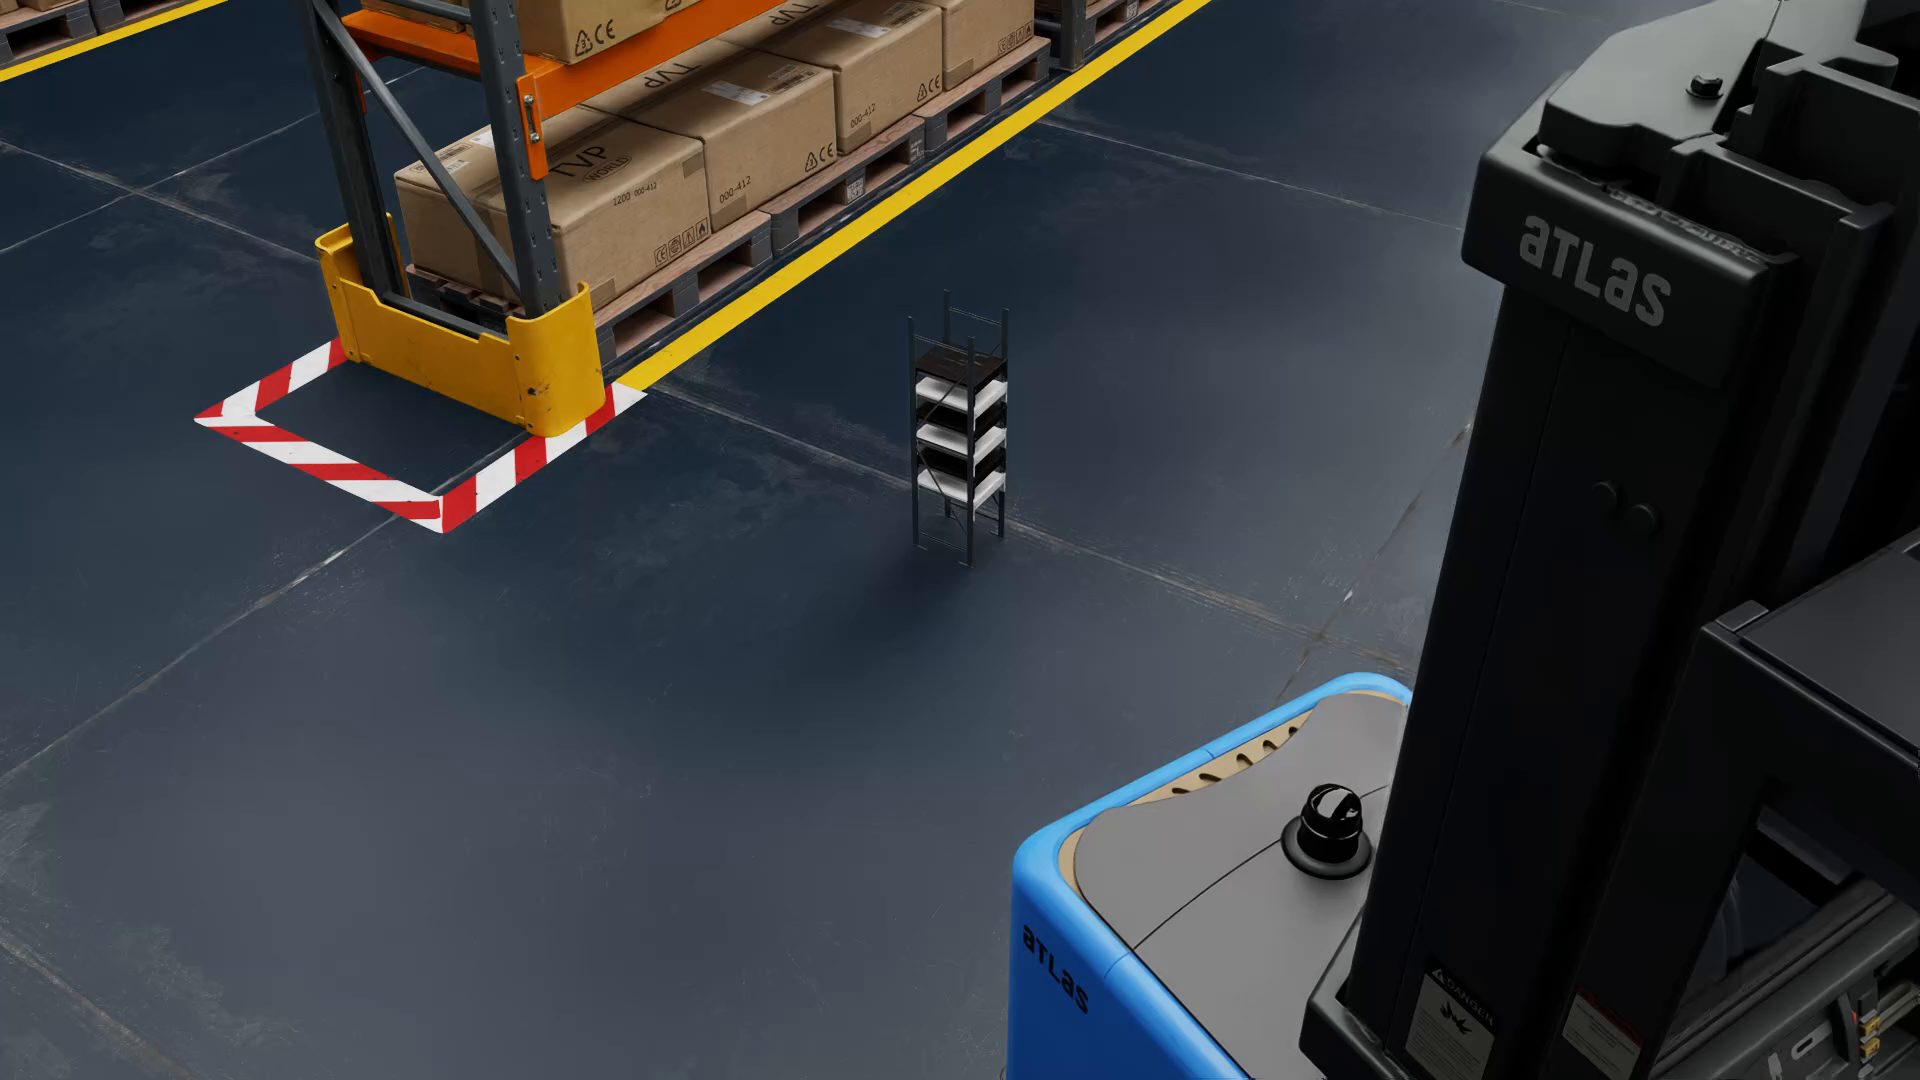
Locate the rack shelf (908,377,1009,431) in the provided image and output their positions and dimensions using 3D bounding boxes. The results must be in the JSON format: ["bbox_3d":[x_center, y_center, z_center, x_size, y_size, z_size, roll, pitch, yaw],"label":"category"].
[{"bbox_3d":[-0.004,-0.468,5.380,0.258,0.077,0.200,21,42,25],"label":"rack shelf"}]

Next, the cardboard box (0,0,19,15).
[{"bbox_3d":[-5.444,-2.998,9.173,0.380,0.149,0.250,19,42,23],"label":"cardboard box"}]

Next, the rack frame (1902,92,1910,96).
[{"bbox_3d":[2.315,-0.281,3.658,1.000,3.000,0.127,21,42,25],"label":"rack frame"}]

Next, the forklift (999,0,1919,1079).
[{"bbox_3d":[1.319,0.867,2.224,1.130,2.935,3.031,-22,43,-26],"label":"forklift"}]

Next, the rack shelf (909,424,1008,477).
[{"bbox_3d":[-0.004,-0.326,5.490,0.258,0.077,0.200,21,42,25],"label":"rack shelf"}]

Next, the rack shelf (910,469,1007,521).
[{"bbox_3d":[-0.004,-0.183,5.600,0.258,0.077,0.200,21,42,25],"label":"rack shelf"}]

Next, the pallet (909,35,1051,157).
[{"bbox_3d":[-0.250,-2.439,8.741,1.003,0.211,1.213,21,42,25],"label":"pallet"}]

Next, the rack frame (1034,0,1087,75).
[{"bbox_3d":[0.224,-3.910,8.365,1.000,3.000,0.127,21,42,25],"label":"rack frame"}]

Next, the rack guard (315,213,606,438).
[{"bbox_3d":[-1.932,-0.846,6.438,1.175,0.500,0.348,21,42,25],"label":"rack guard"}]

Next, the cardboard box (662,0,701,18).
[{"bbox_3d":[-1.172,-2.311,6.209,0.500,0.500,0.500,21,42,25],"label":"cardboard box"}]

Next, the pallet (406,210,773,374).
[{"bbox_3d":[-1.557,-1.181,7.110,1.003,0.211,1.213,21,42,25],"label":"pallet"}]

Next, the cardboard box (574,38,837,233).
[{"bbox_3d":[-1.167,-1.847,7.444,0.875,0.438,0.875,22,43,26],"label":"cardboard box"}]

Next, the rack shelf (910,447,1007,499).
[{"bbox_3d":[-0.004,-0.255,5.545,0.258,0.077,0.200,21,42,25],"label":"rack shelf"}]

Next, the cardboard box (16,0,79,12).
[{"bbox_3d":[-5.214,-3.358,9.353,0.700,0.500,0.500,23,43,27],"label":"cardboard box"}]

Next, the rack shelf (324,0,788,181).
[{"bbox_3d":[-0.848,-2.594,7.247,1.077,0.370,4.000,21,42,25],"label":"rack shelf"}]

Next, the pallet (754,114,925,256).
[{"bbox_3d":[-0.903,-1.808,7.922,1.003,0.211,1.213,21,42,25],"label":"pallet"}]

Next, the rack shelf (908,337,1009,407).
[{"bbox_3d":[-0.004,-0.540,5.325,0.258,0.077,0.200,21,42,25],"label":"rack shelf"}]

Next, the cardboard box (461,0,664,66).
[{"bbox_3d":[-1.420,-2.041,5.859,0.500,0.500,0.500,21,42,25],"label":"cardboard box"}]

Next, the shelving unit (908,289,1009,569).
[{"bbox_3d":[-0.004,-0.352,5.470,0.258,0.900,0.210,21,42,25],"label":"shelving unit"}]

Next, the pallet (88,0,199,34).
[{"bbox_3d":[-4.991,-3.442,10.042,1.003,0.211,1.213,21,42,25],"label":"pallet"}]

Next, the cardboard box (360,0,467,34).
[{"bbox_3d":[-1.884,-2.223,6.095,0.500,0.500,0.500,21,42,25],"label":"cardboard box"}]

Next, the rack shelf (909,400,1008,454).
[{"bbox_3d":[-0.004,-0.397,5.435,0.258,0.077,0.200,21,42,25],"label":"rack shelf"}]

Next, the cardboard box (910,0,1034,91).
[{"bbox_3d":[-0.203,-2.773,8.645,0.875,0.438,0.875,21,42,24],"label":"cardboard box"}]

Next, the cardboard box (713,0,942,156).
[{"bbox_3d":[-0.682,-2.311,8.046,0.875,0.438,0.875,20,42,24],"label":"cardboard box"}]

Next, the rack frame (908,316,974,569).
[{"bbox_3d":[-0.059,-0.300,5.402,0.240,0.900,0.006,21,42,25],"label":"rack frame"}]

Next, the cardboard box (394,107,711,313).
[{"bbox_3d":[-1.650,-1.373,6.828,0.875,0.438,0.875,20,42,24],"label":"cardboard box"}]

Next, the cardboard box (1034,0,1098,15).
[{"bbox_3d":[0.488,-3.581,9.334,0.875,0.875,0.875,23,43,26],"label":"cardboard box"}]

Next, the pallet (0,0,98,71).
[{"bbox_3d":[-5.645,-2.816,9.230,1.003,0.211,1.213,21,42,25],"label":"pallet"}]

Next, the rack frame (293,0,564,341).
[{"bbox_3d":[-1.919,-1.848,5.690,1.000,3.000,0.127,21,42,25],"label":"rack frame"}]

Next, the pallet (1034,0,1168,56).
[{"bbox_3d":[0.573,-3.228,9.765,1.003,0.211,1.213,21,42,25],"label":"pallet"}]

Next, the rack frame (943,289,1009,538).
[{"bbox_3d":[0.050,-0.405,5.538,0.240,0.900,0.006,21,42,25],"label":"rack frame"}]
